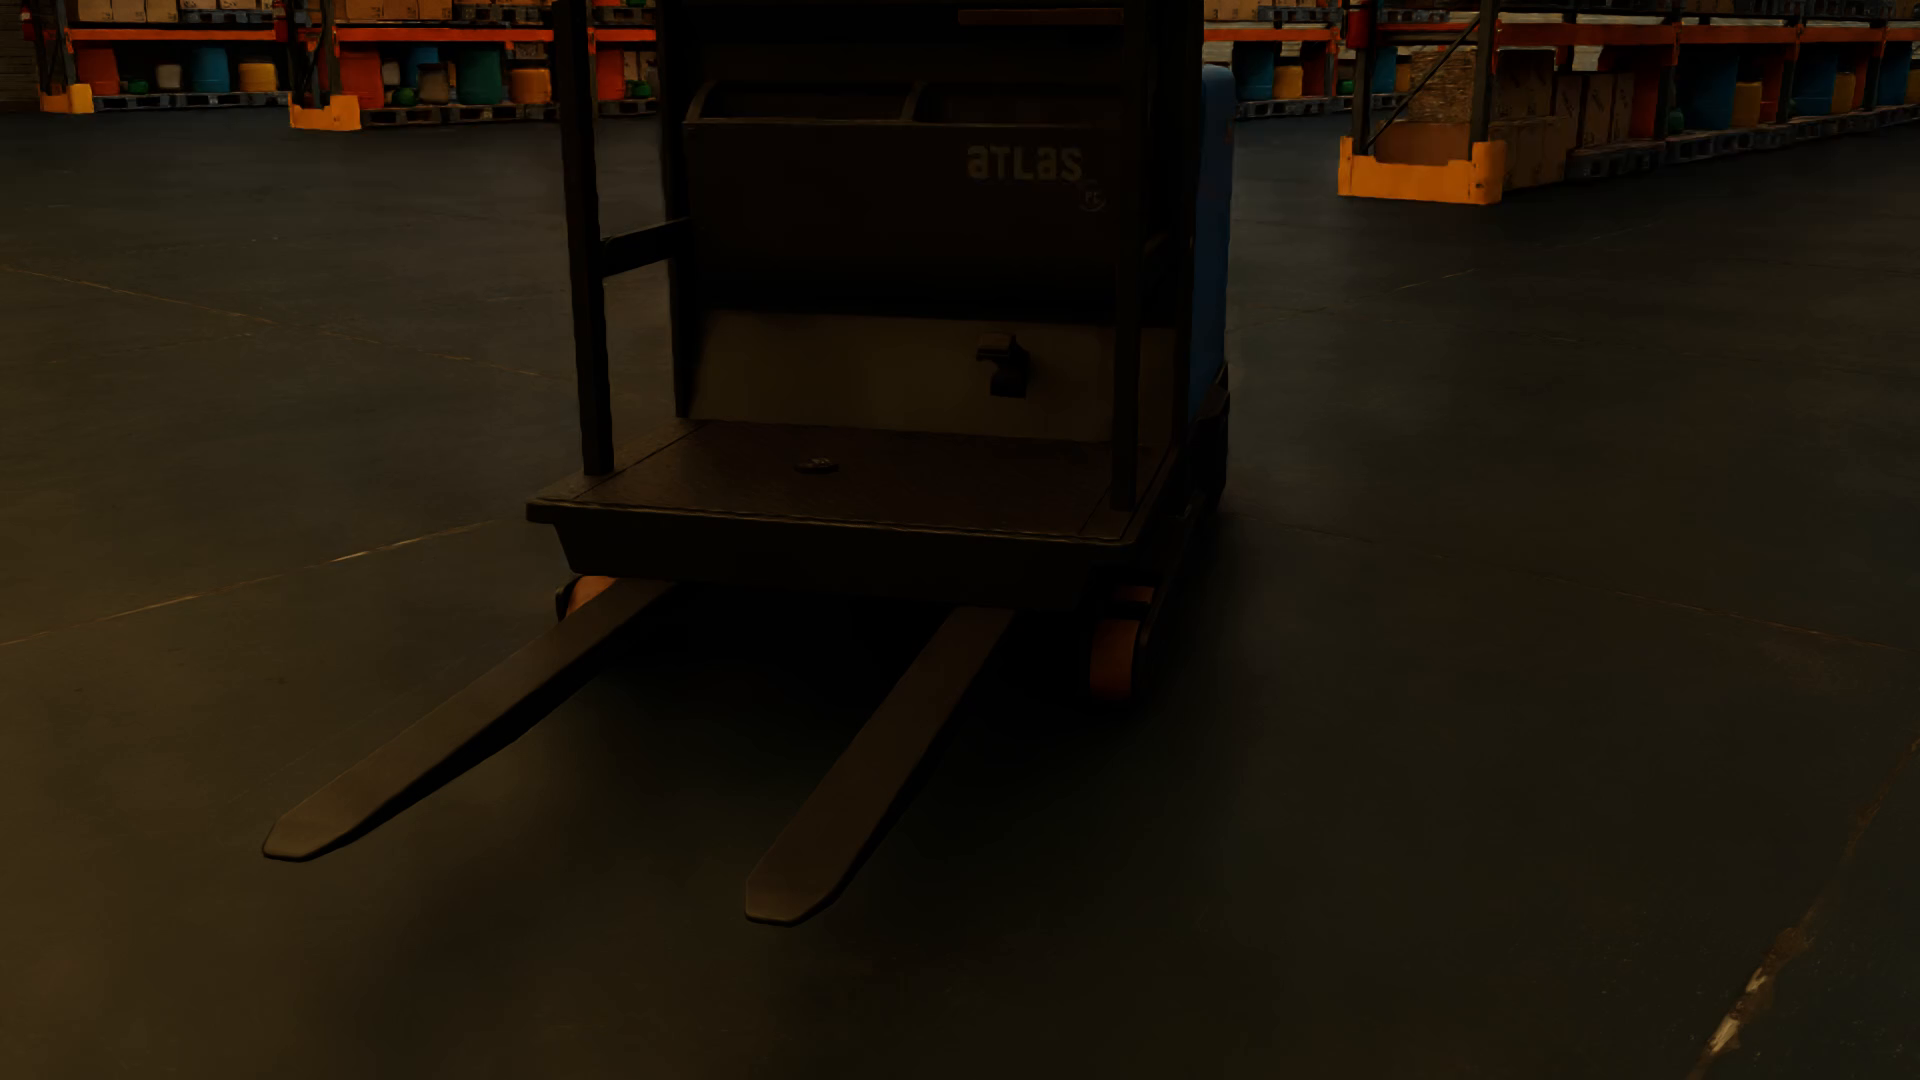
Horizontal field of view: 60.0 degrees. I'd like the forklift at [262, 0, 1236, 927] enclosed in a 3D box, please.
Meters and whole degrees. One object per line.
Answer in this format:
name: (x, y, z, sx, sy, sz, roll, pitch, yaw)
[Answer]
forklift: (-0.134, -1.224, 2.927, 1.130, 2.935, 3.031, 4, 17, 13)
